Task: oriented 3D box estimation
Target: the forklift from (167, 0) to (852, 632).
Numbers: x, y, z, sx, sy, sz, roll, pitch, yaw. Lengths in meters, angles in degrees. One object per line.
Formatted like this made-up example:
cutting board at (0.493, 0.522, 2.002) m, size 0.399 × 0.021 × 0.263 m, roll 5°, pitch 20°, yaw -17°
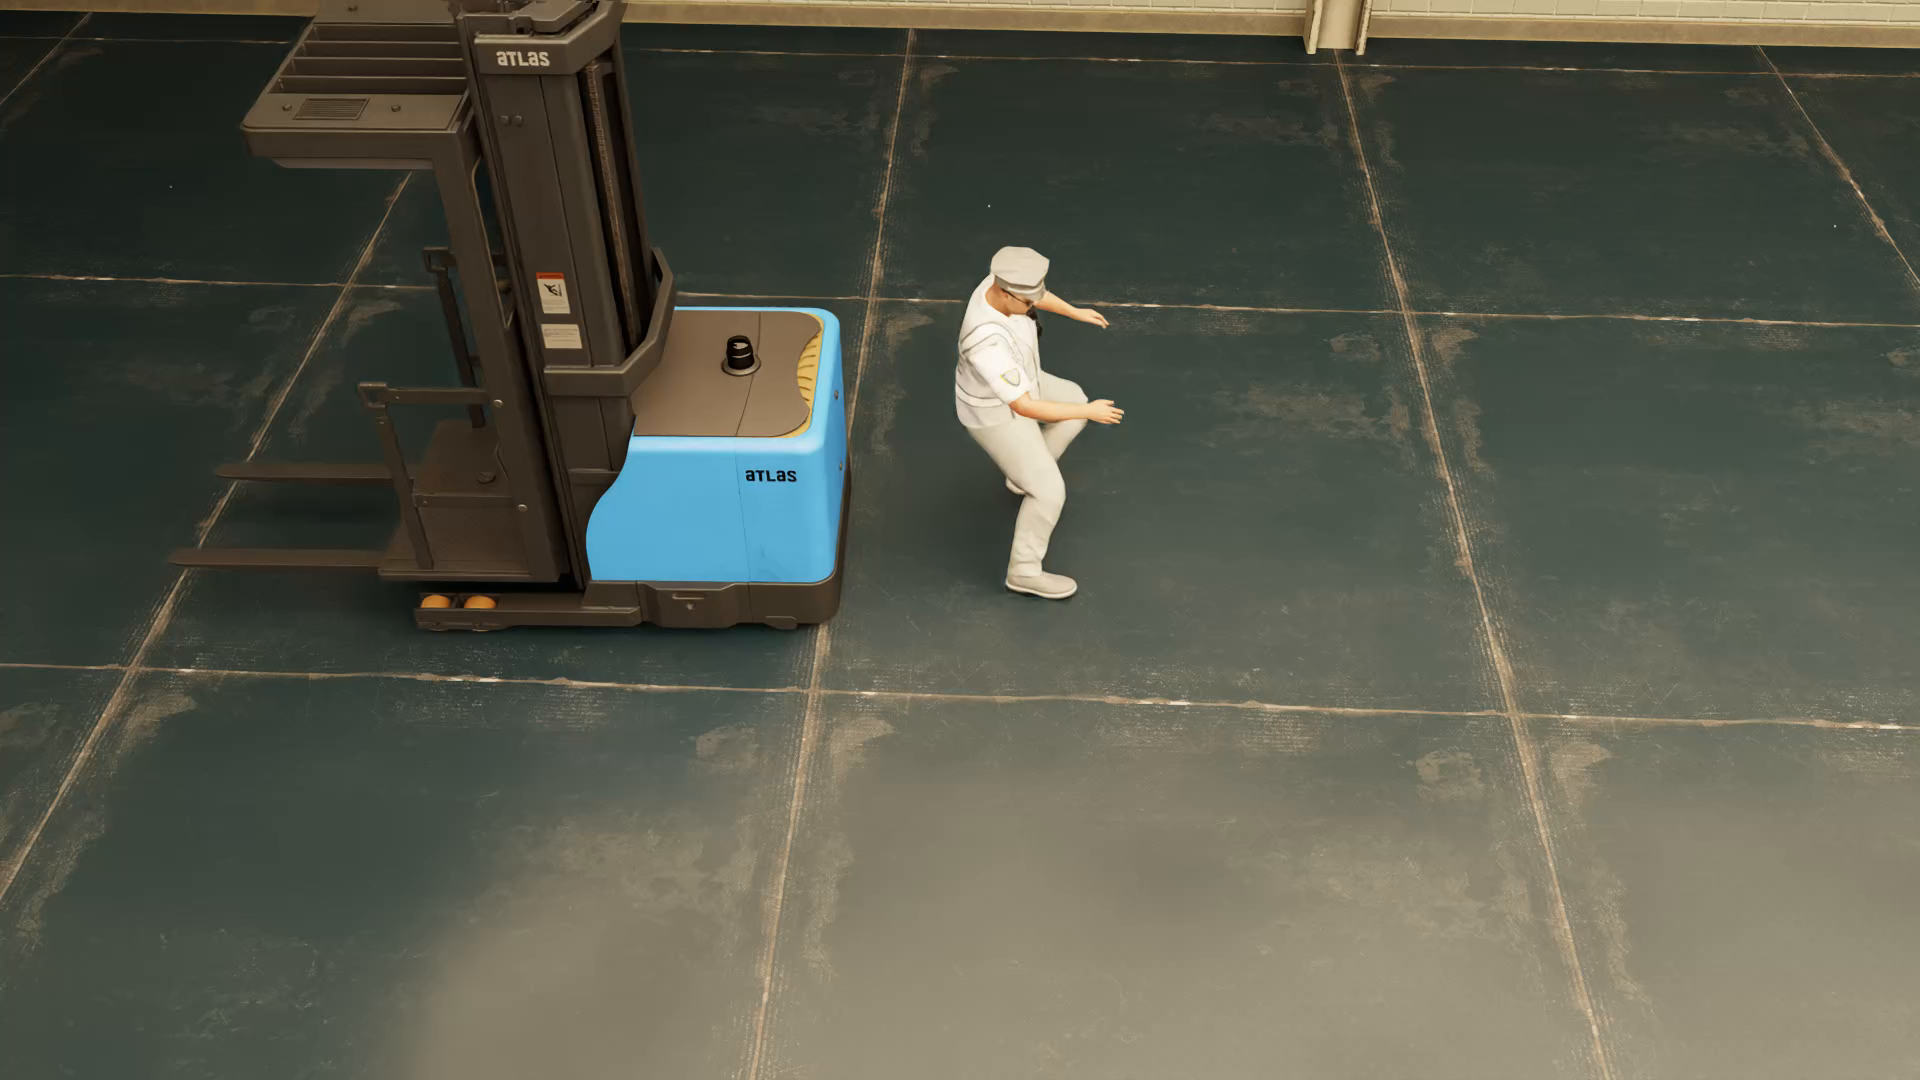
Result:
forklift at (-2.050, -1.028, 6.868) m, size 3.031 × 2.935 × 1.130 m, roll 1°, pitch 42°, yaw 1°

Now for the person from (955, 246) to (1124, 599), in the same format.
person at (0.371, -0.632, 7.448) m, size 0.777 × 1.554 × 0.935 m, roll 9°, pitch 43°, yaw 10°
